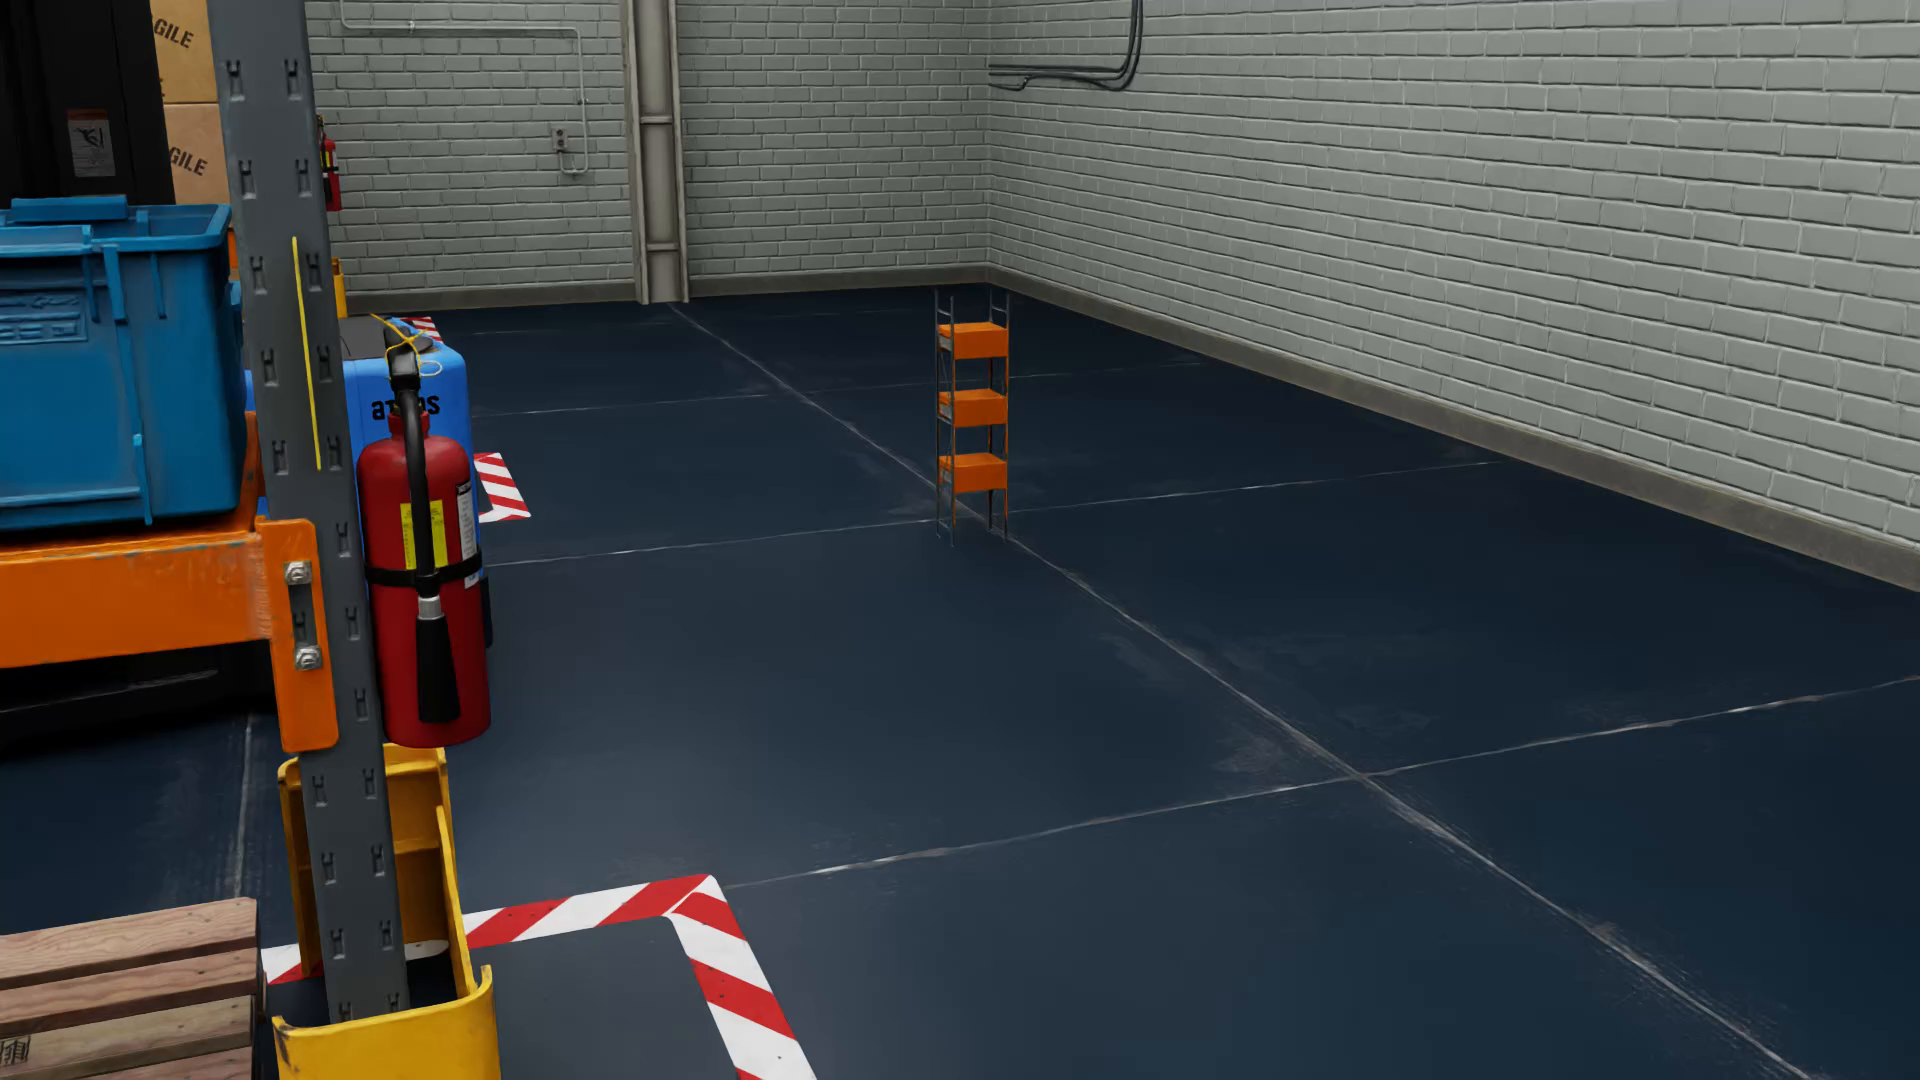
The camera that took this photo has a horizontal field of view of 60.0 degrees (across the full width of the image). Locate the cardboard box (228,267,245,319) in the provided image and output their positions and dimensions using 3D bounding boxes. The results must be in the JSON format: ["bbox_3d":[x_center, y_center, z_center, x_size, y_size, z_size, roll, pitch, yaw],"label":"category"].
[{"bbox_3d":[-5.318,-1.846,11.751,0.500,0.500,0.700,-6,17,-20],"label":"cardboard box"}]

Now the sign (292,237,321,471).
[{"bbox_3d":[-0.943,-0.269,2.401,0.005,0.325,0.100,-6,17,-20],"label":"sign"}]

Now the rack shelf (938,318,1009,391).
[{"bbox_3d":[0.050,-0.771,6.892,0.240,0.259,0.215,-6,17,-20],"label":"rack shelf"}]

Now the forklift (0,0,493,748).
[{"bbox_3d":[-3.116,-0.881,4.898,3.031,2.935,1.130,-10,19,-29],"label":"forklift"}]

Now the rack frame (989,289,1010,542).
[{"bbox_3d":[0.164,-0.521,7.011,0.008,1.050,0.200,-6,17,-20],"label":"rack frame"}]

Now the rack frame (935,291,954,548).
[{"bbox_3d":[-0.064,-0.497,6.927,0.008,1.050,0.200,-6,17,-20],"label":"rack frame"}]

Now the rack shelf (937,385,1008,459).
[{"bbox_3d":[0.050,-0.499,6.972,0.240,0.259,0.215,-6,17,-20],"label":"rack shelf"}]

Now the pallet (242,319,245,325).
[{"bbox_3d":[-5.419,-1.501,11.836,1.213,0.211,1.003,-6,17,-20],"label":"pallet"}]

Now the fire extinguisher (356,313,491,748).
[{"bbox_3d":[-0.852,-0.013,2.619,0.183,0.674,0.296,-6,17,-20],"label":"fire extinguisher"}]

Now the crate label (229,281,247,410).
[{"bbox_3d":[-1.503,-0.344,3.137,0.303,0.233,0.416,-6,17,-20],"label":"crate label"}]

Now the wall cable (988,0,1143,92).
[{"bbox_3d":[0.709,-4.805,13.002,0.112,2.526,3.097,-6,17,-20],"label":"wall cable"}]

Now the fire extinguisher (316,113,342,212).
[{"bbox_3d":[-4.394,-2.618,11.489,0.183,0.674,0.296,-6,17,-20],"label":"fire extinguisher"}]

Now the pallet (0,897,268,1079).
[{"bbox_3d":[-1.939,1.077,3.056,1.213,0.211,1.003,-6,17,-20],"label":"pallet"}]

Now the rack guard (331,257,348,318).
[{"bbox_3d":[-4.678,-1.744,12.148,0.348,0.500,1.175,-6,17,-20],"label":"rack guard"}]

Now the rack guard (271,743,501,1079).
[{"bbox_3d":[-1.137,0.860,3.284,0.348,0.500,1.175,-6,17,-20],"label":"rack guard"}]

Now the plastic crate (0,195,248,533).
[{"bbox_3d":[-1.401,-0.297,2.616,0.499,0.435,0.616,-6,17,-20],"label":"plastic crate"}]

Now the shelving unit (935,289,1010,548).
[{"bbox_3d":[0.050,-0.509,6.969,0.252,1.050,0.215,-6,17,-20],"label":"shelving unit"}]

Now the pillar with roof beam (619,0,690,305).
[{"bbox_3d":[-0.948,-5.186,8.787,0.400,9.000,9.100,-6,17,-20],"label":"pillar with roof beam"}]

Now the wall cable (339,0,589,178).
[{"bbox_3d":[-3.843,-3.806,12.932,1.851,1.984,0.084,-6,17,-20],"label":"wall cable"}]

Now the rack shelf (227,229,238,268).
[{"bbox_3d":[-4.792,-1.091,6.765,4.000,0.370,1.077,-6,17,-20],"label":"rack shelf"}]

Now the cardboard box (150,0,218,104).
[{"bbox_3d":[-3.241,-2.048,6.797,0.500,0.500,0.500,-6,18,-21],"label":"cardboard box"}]

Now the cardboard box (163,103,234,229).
[{"bbox_3d":[-3.245,-1.569,6.939,0.500,0.500,0.500,-6,17,-18],"label":"cardboard box"}]

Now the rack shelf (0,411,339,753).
[{"bbox_3d":[-3.023,0.213,2.326,4.000,0.370,1.077,-6,17,-20],"label":"rack shelf"}]

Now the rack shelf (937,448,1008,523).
[{"bbox_3d":[0.050,-0.232,7.050,0.240,0.259,0.215,-6,17,-20],"label":"rack shelf"}]

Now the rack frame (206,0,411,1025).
[{"bbox_3d":[-1.155,-0.334,2.911,0.127,3.000,1.000,-6,17,-20],"label":"rack frame"}]
